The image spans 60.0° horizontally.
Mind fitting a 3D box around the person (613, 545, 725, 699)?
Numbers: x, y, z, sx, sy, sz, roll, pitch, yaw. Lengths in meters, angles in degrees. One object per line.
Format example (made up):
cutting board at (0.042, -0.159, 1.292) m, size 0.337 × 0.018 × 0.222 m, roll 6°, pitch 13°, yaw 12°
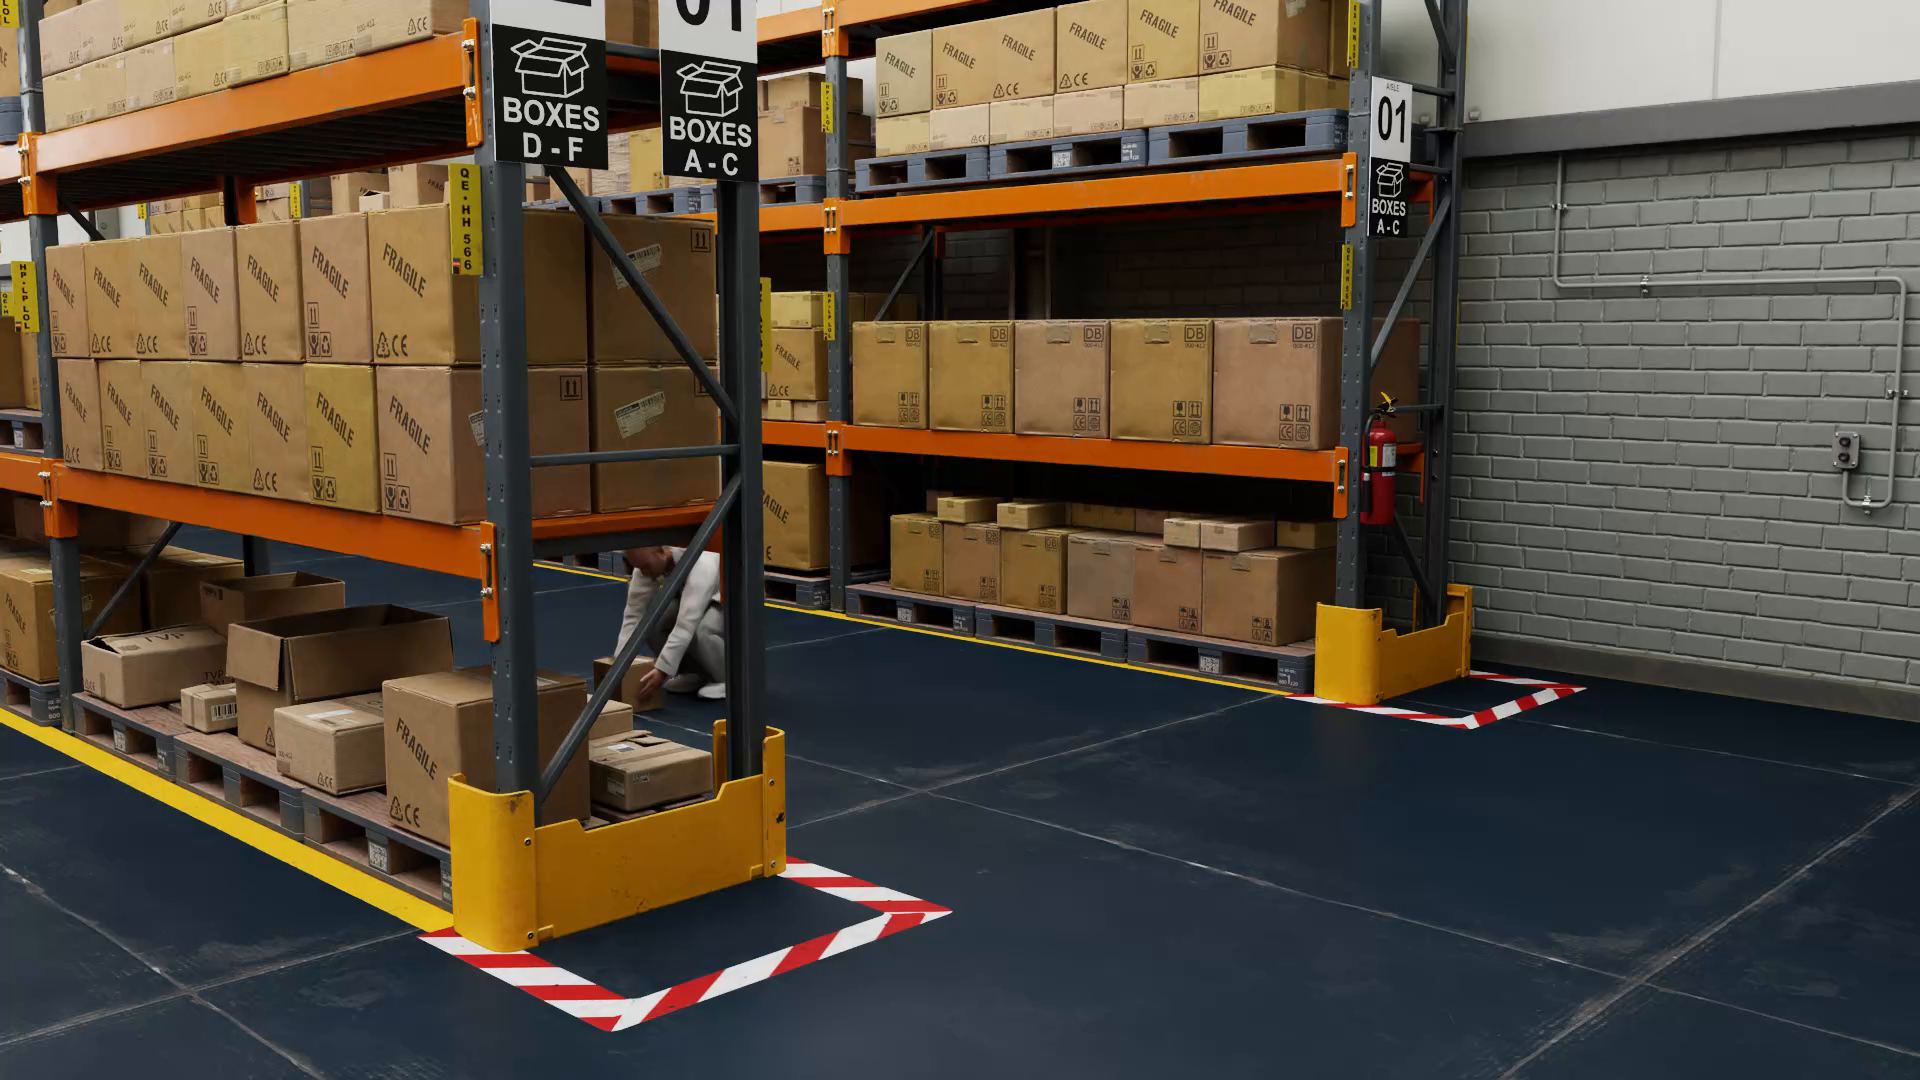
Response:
person at (-1.431, 0.373, 8.767) m, size 0.608 × 0.930 × 0.913 m, roll 7°, pitch 9°, yaw 43°
